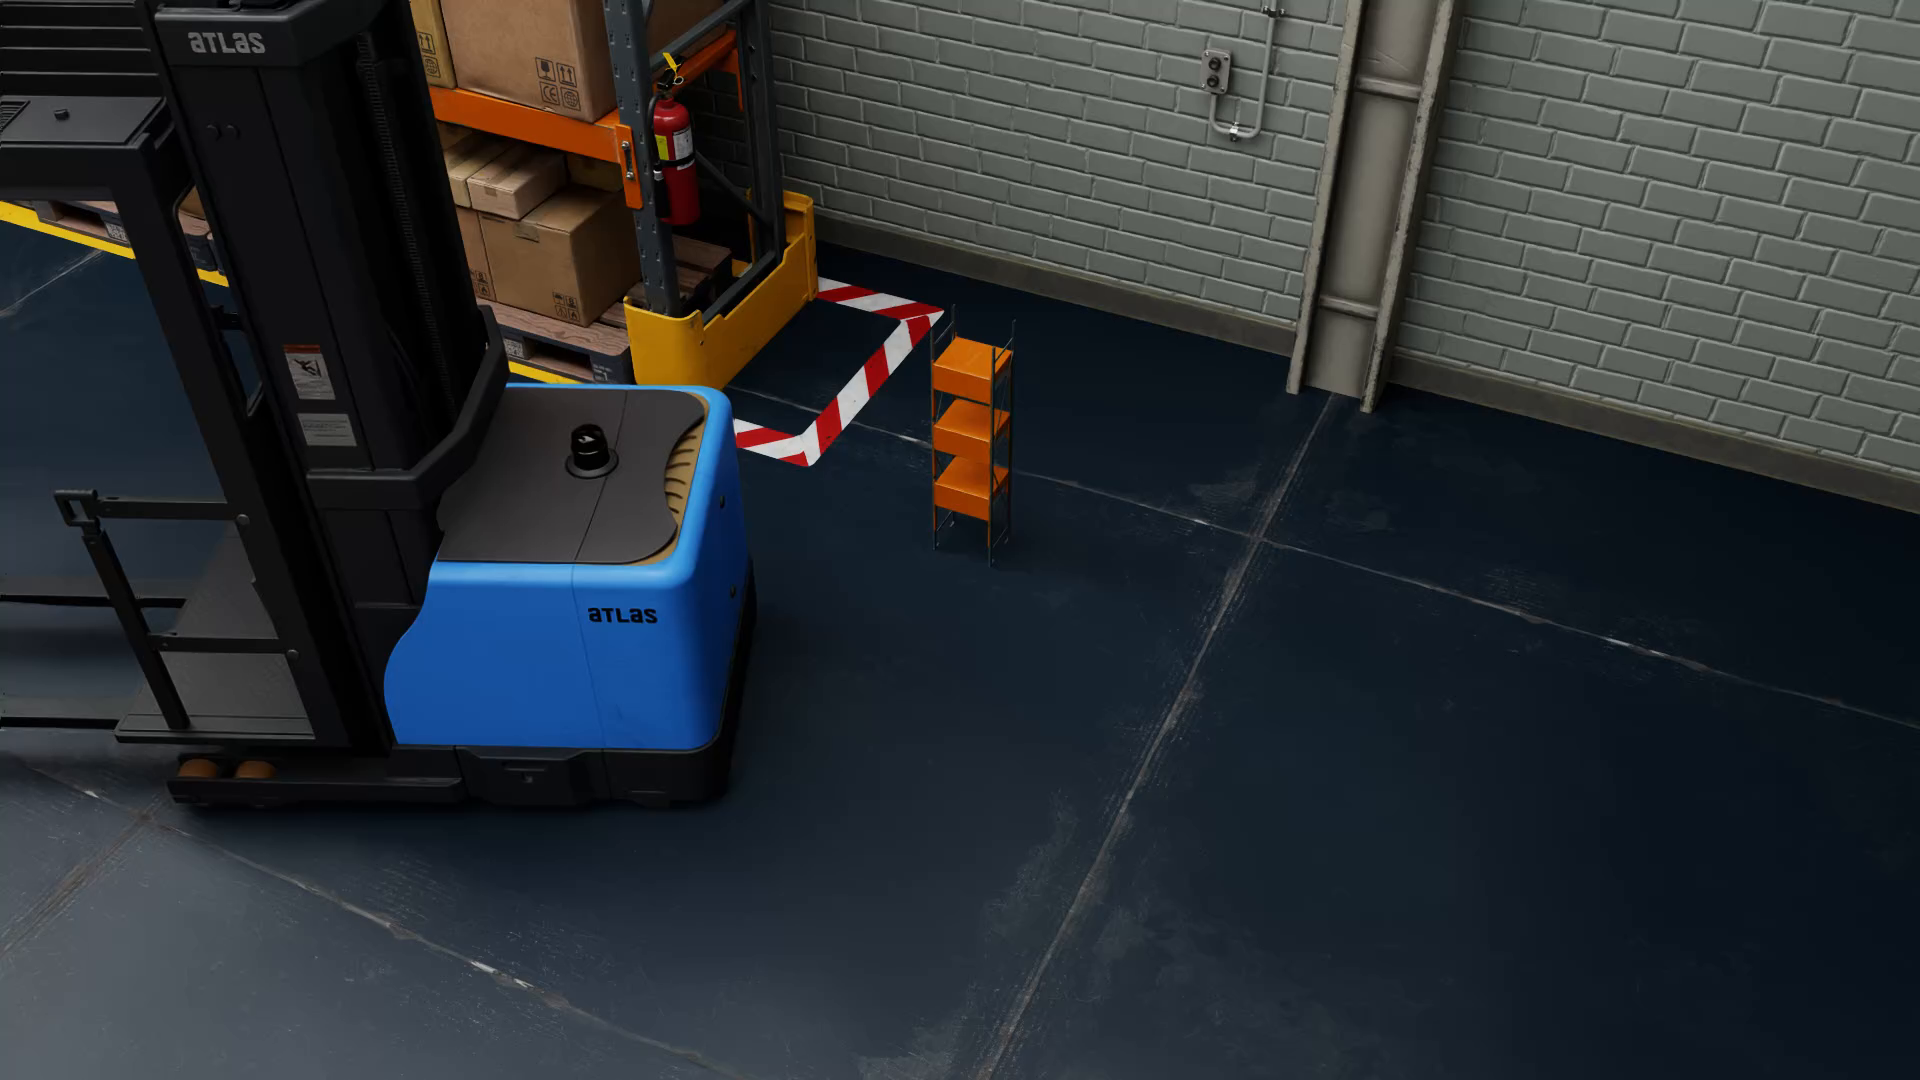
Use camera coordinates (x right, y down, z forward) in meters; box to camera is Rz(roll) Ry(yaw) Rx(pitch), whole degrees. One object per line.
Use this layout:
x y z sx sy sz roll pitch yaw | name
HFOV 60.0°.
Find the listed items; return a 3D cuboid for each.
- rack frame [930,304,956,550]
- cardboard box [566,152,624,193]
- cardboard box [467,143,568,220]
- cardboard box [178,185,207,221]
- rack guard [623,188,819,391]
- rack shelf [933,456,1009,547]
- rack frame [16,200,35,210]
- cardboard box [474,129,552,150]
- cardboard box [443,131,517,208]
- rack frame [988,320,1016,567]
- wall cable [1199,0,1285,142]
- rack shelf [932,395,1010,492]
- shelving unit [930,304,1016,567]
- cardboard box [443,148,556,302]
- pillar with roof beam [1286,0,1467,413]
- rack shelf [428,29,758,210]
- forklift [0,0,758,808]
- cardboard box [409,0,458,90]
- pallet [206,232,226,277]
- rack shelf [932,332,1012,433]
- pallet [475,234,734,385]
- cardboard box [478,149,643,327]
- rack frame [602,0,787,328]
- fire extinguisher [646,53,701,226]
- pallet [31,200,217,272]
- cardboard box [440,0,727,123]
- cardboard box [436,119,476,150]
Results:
-0.062 -0.416 6.428 0.008 1.050 0.200 17 44 19 | rack frame
-1.574 -1.754 7.576 0.250 0.149 0.380 17 44 19 | cardboard box
-1.965 -1.597 7.395 0.250 0.149 0.380 16 44 18 | cardboard box
-3.632 -1.989 8.342 0.500 0.500 0.700 17 44 18 | cardboard box
-1.073 -1.125 7.666 0.348 0.500 1.175 17 44 19 | rack guard
0.048 -0.164 6.578 0.240 0.259 0.215 17 44 19 | rack shelf
-4.720 -3.184 8.133 0.127 3.000 1.000 17 44 19 | rack frame
-2.033 -1.893 7.737 0.250 0.149 0.380 17 44 19 | cardboard box
-2.197 -1.667 7.476 0.250 0.149 0.380 18 44 20 | cardboard box
0.159 -0.348 6.350 0.008 1.050 0.200 17 44 19 | rack frame
0.465 -2.667 6.761 1.851 1.984 0.084 17 44 19 | wall cable
0.048 -0.374 6.396 0.240 0.259 0.215 17 44 19 | rack shelf
0.048 -0.382 6.389 0.252 1.050 0.215 17 44 19 | shelving unit
-2.225 -1.563 7.851 0.500 0.500 0.700 17 44 19 | cardboard box
-0.102 -1.553 1.672 0.400 9.000 9.100 17 44 19 | pillar with roof beam
-2.907 -2.358 7.729 4.000 0.370 1.077 17 44 19 | rack shelf
-2.298 -0.541 5.137 3.031 2.935 1.130 1 41 1 | forklift
-2.225 -2.519 7.137 0.700 0.700 0.980 17 44 18 | cardboard box
-2.954 -1.536 8.361 1.213 0.211 1.003 17 44 19 | pallet
0.048 -0.588 6.210 0.240 0.259 0.215 17 44 19 | rack shelf
-1.853 -1.197 7.970 1.213 0.211 1.003 17 44 19 | pallet
-1.771 -1.424 7.691 0.500 0.500 0.700 17 44 19 | cardboard box
-1.095 -2.076 6.855 0.127 3.000 1.000 17 44 19 | rack frame
-1.153 -1.590 6.638 0.183 0.674 0.296 17 44 19 | fire extinguisher
-4.064 -1.873 8.750 1.213 0.211 1.003 17 44 19 | pallet
-1.561 -2.325 6.913 0.700 0.700 0.980 19 44 21 | cardboard box
-2.260 -1.963 7.817 0.250 0.149 0.380 17 44 19 | cardboard box
